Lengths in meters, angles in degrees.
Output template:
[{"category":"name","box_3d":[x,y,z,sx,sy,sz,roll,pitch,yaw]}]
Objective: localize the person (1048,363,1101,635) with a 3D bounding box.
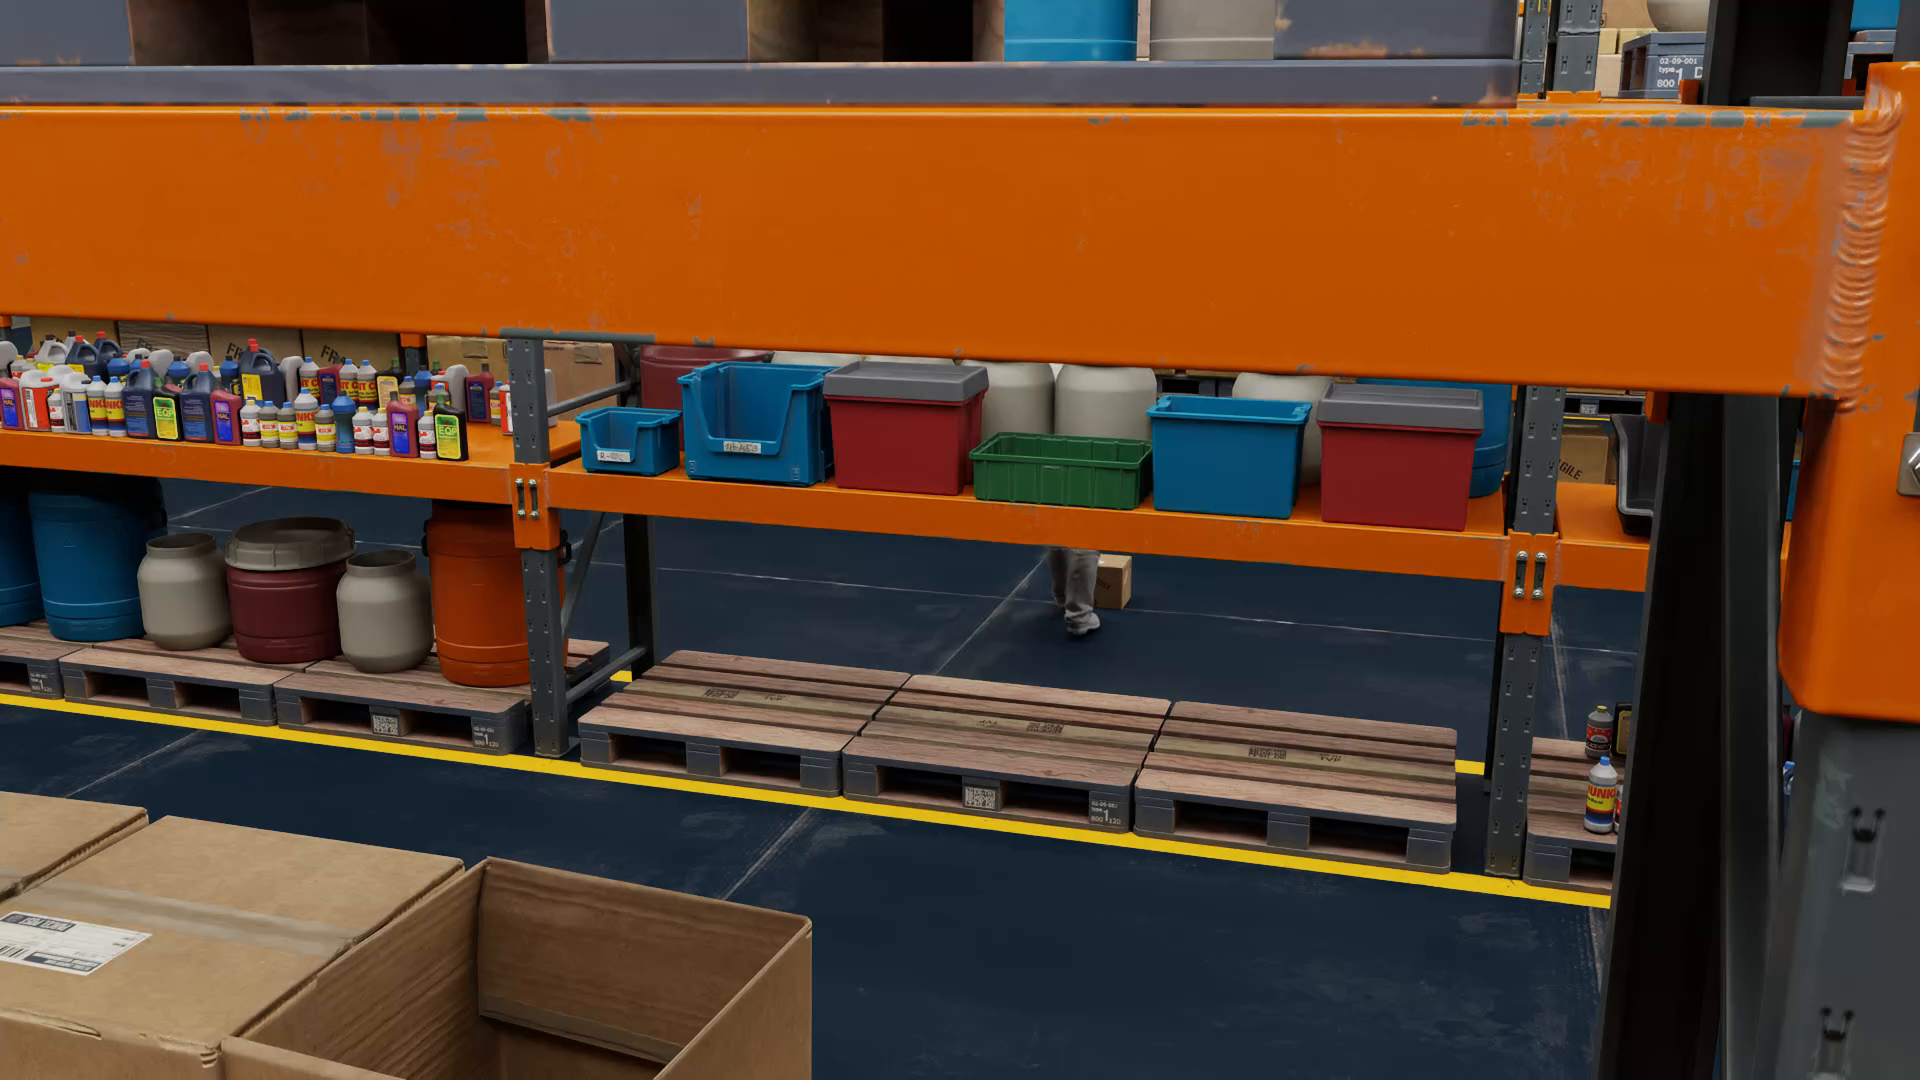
[{"category":"person","box_3d":[0.669,-0.414,8.975,0.572,1.747,0.736,7,16,23]}]
